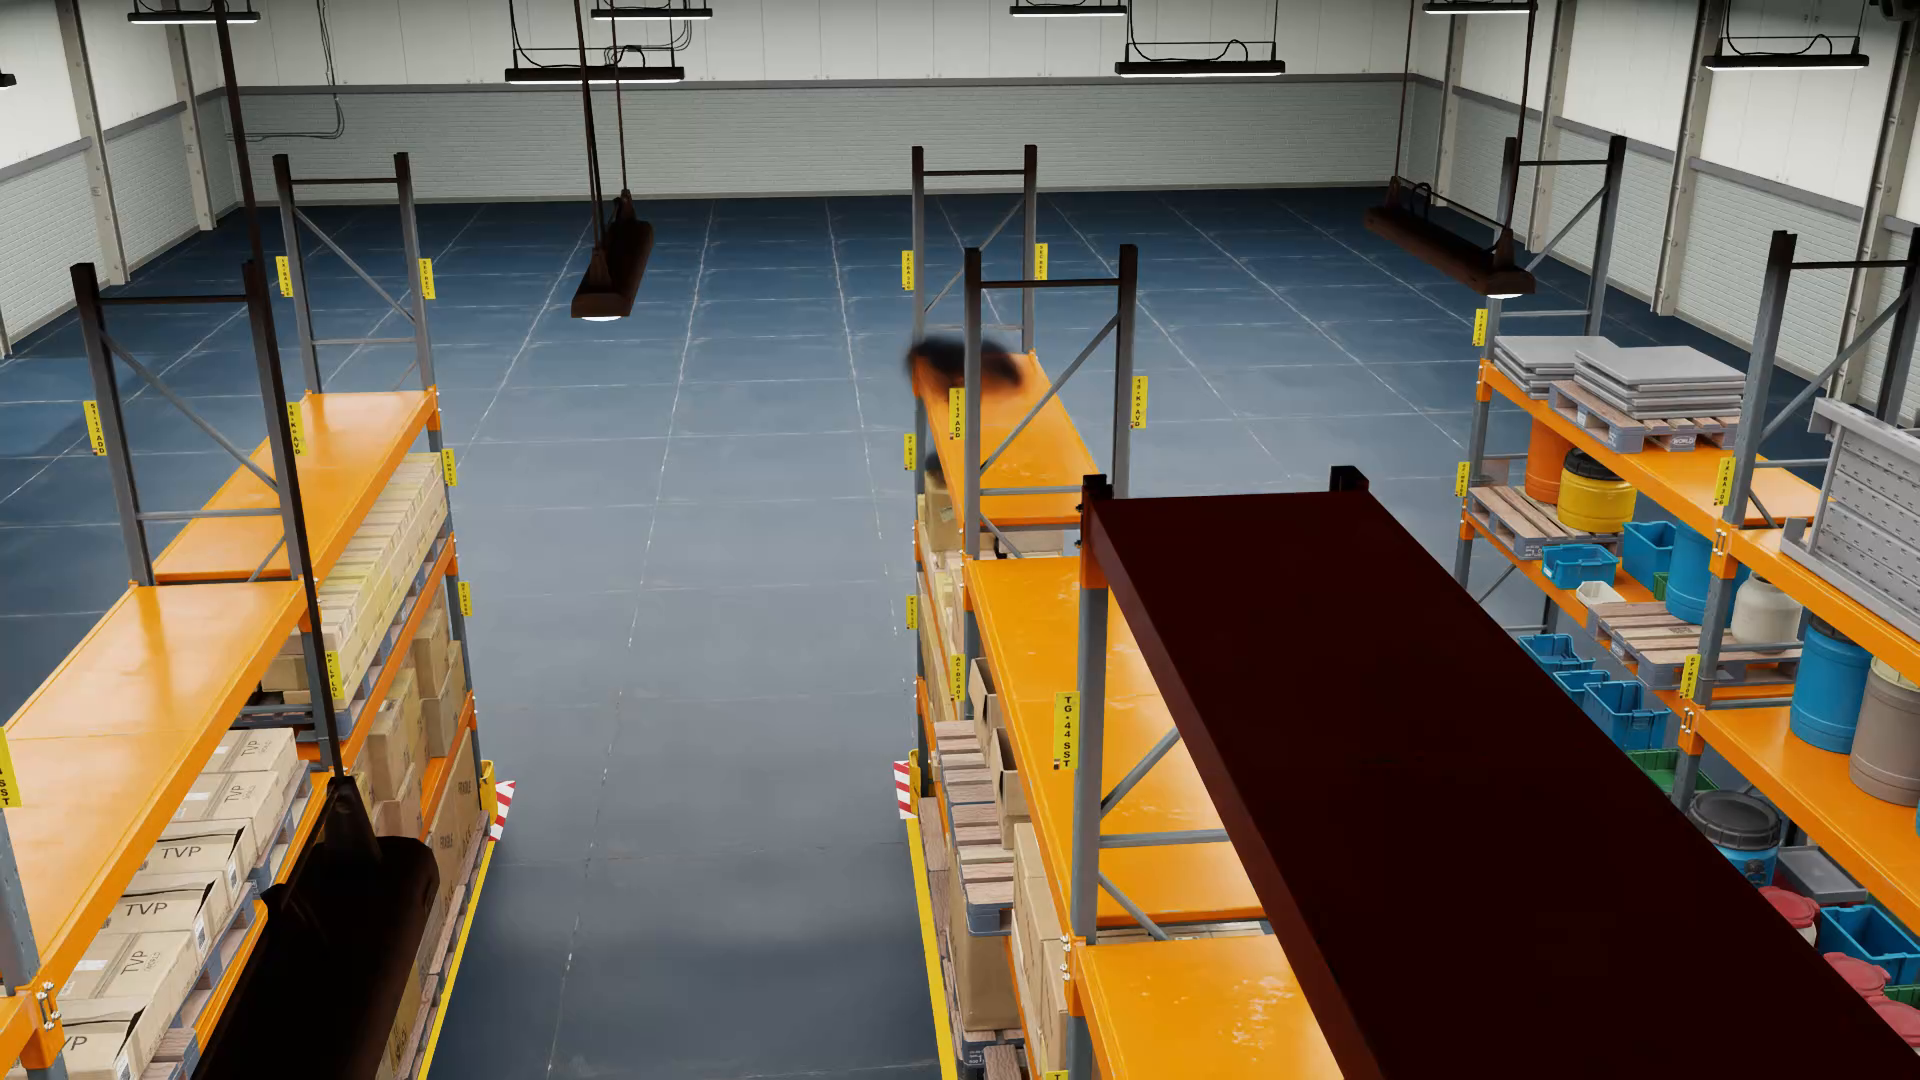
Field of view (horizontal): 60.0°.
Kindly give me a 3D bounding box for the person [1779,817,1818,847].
[{"bbox_3d":[6.792,2.556,13.055,0.681,1.585,0.942,-7,23,-17],"label":"person"}]
